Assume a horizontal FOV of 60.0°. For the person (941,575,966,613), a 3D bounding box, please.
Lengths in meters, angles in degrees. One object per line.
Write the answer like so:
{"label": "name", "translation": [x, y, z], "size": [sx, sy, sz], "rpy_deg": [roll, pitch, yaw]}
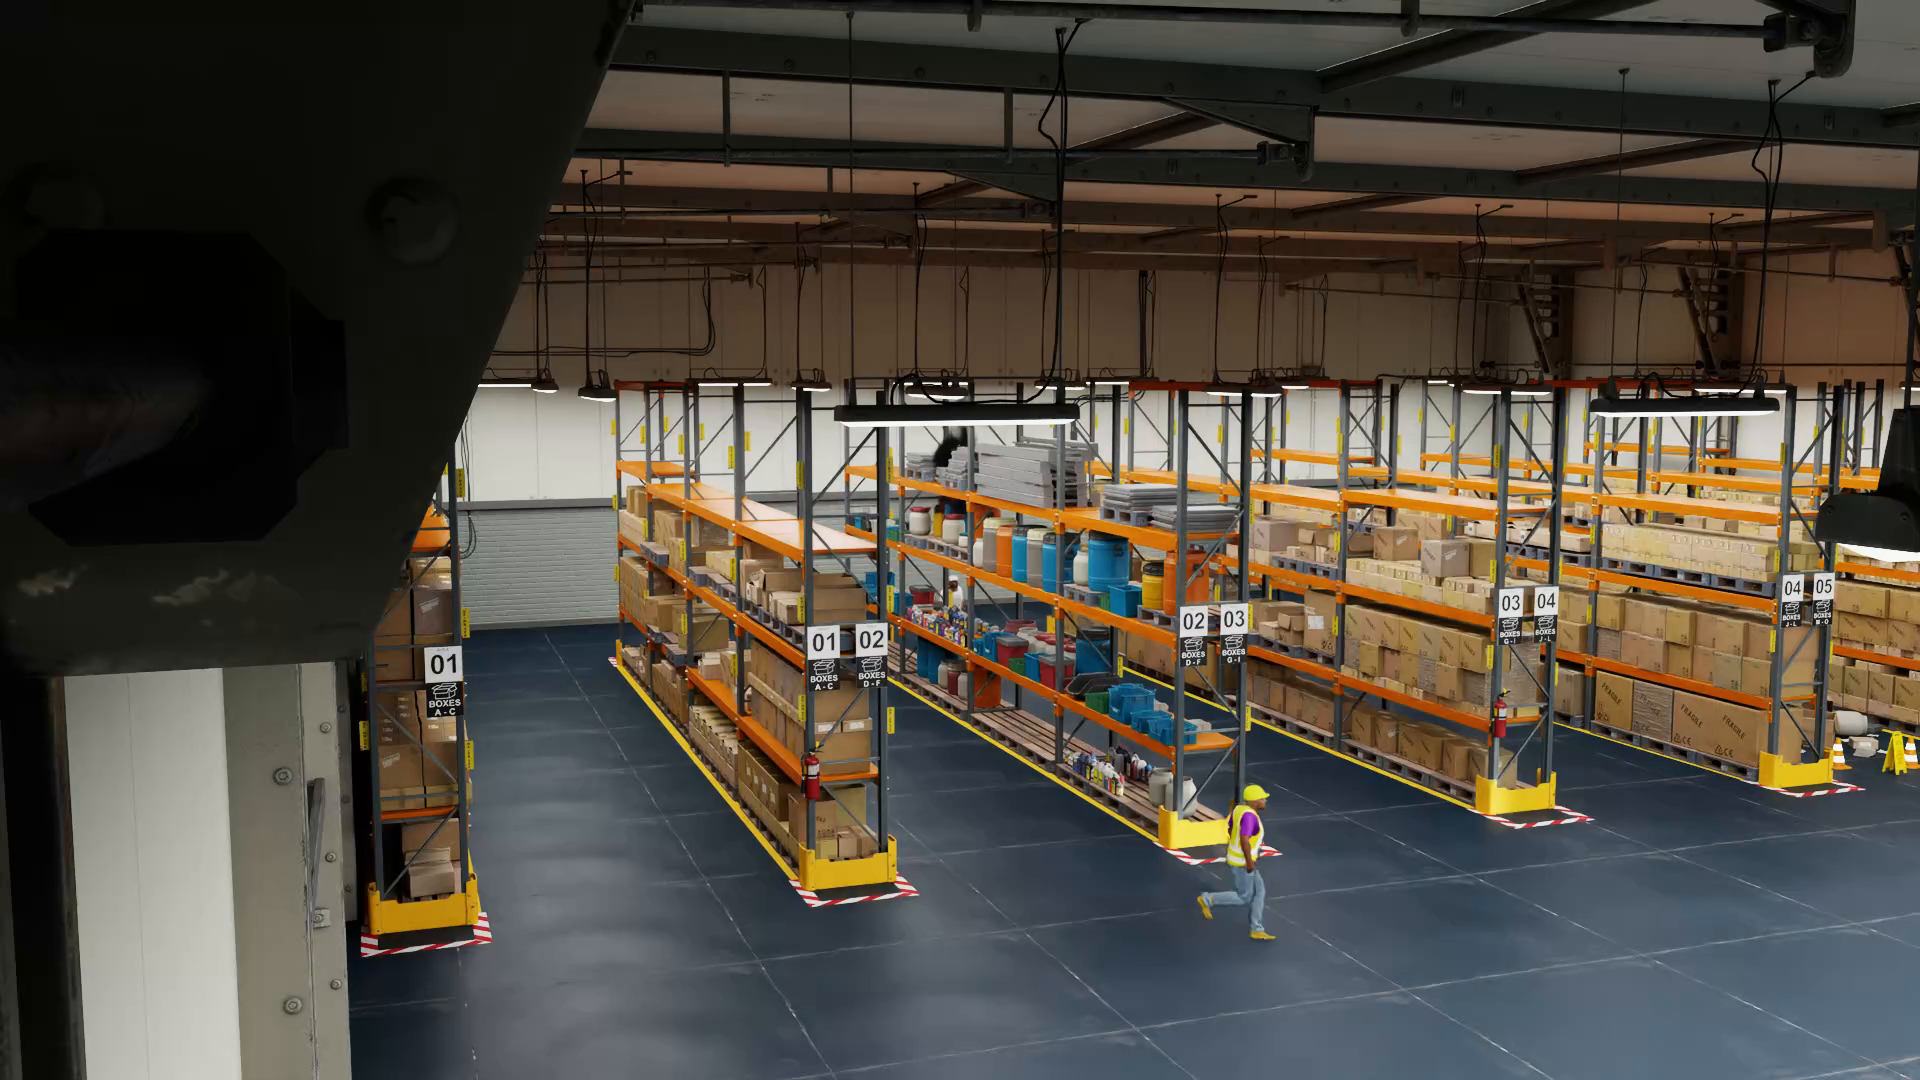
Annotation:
{"label": "person", "translation": [-0.111, 1.611, 36.436], "size": [0.682, 1.715, 0.701], "rpy_deg": [-4, 7, -32]}

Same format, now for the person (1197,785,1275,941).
{"label": "person", "translation": [3.053, 3.563, 18.330], "size": [0.884, 1.744, 0.710], "rpy_deg": [0, 6, 2]}
